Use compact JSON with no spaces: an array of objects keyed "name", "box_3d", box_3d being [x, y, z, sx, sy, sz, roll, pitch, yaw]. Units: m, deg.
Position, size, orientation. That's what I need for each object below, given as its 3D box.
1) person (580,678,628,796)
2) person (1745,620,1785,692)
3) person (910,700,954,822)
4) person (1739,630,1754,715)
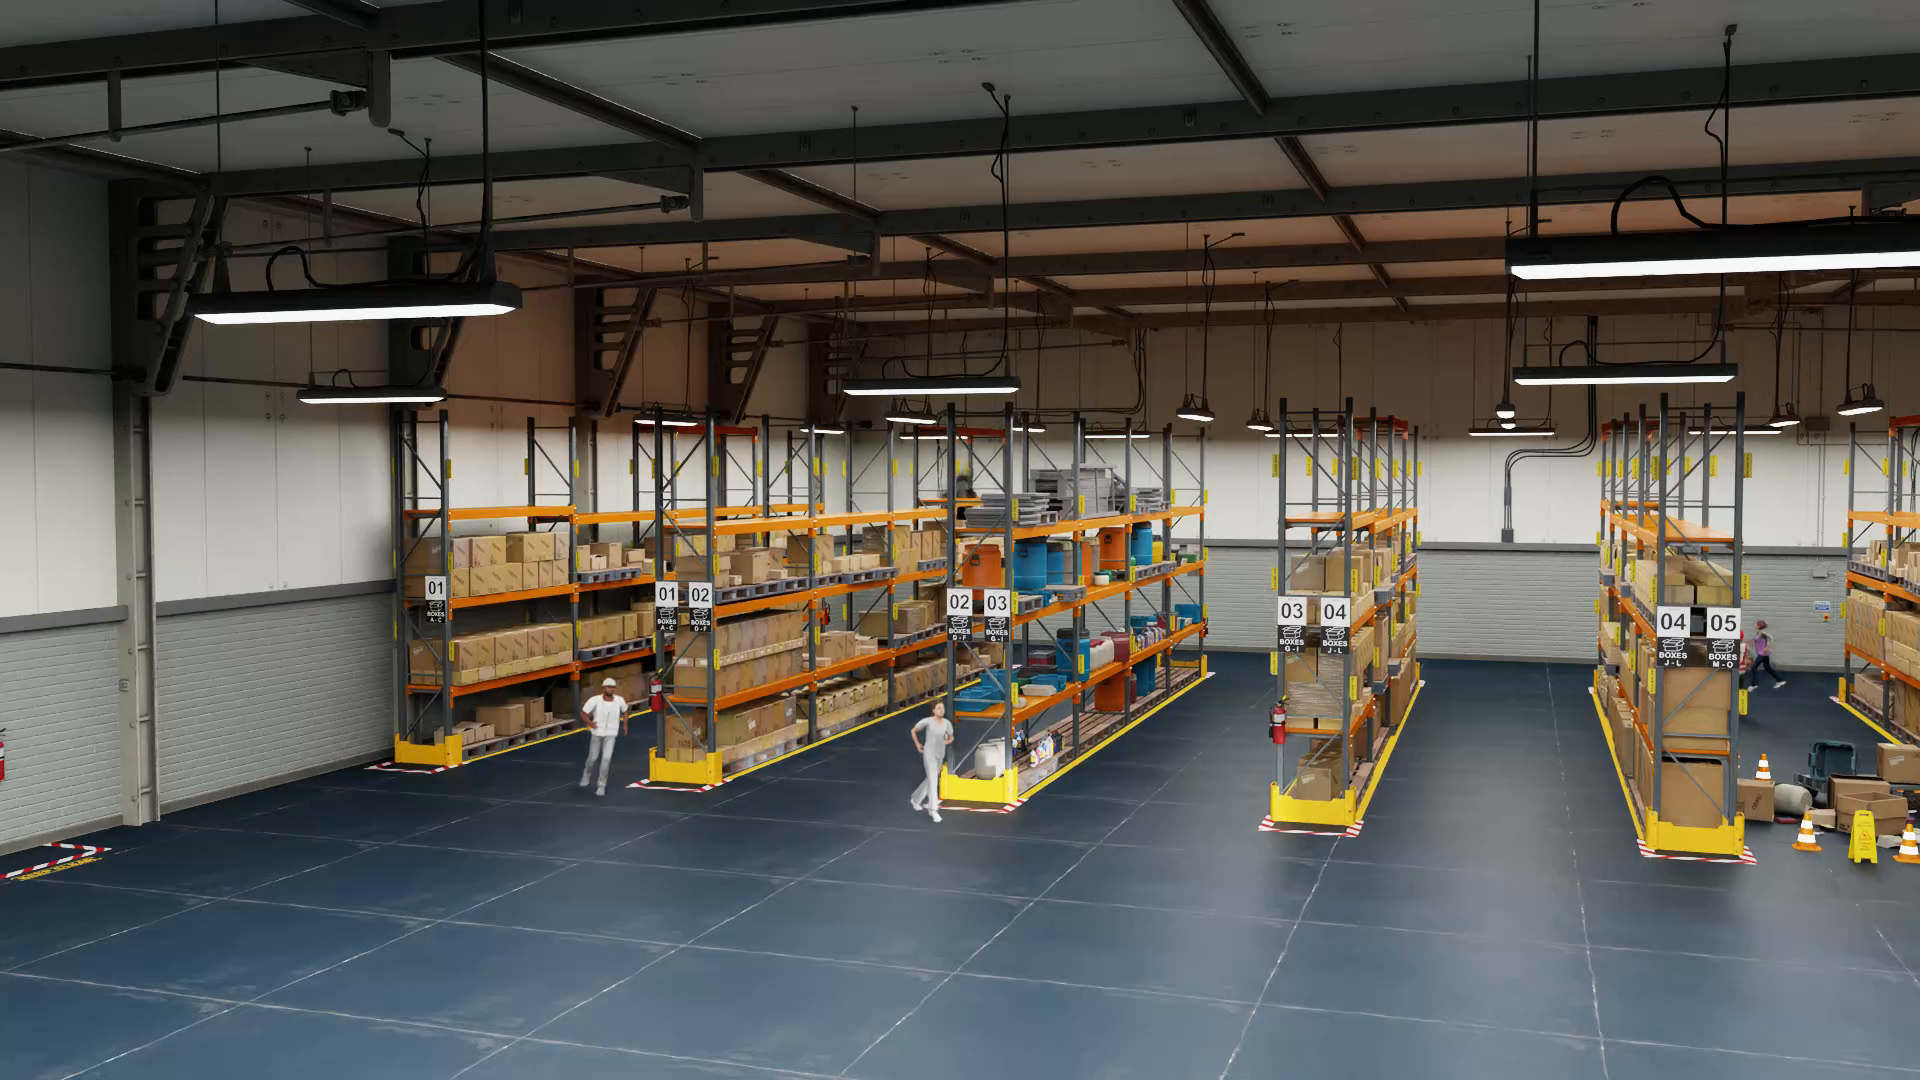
[{"name":"person","box_3d":[-5.485,3.012,25.717,0.759,1.748,0.960,-1,3,-18]},{"name":"person","box_3d":[18.037,2.614,37.226,0.849,1.615,0.550,1,3,19]},{"name":"person","box_3d":[-0.377,3.144,23.969,0.629,1.665,0.865,-2,3,-36]},{"name":"person","box_3d":[15.798,2.678,33.898,0.654,1.744,0.532,0,2,9]}]
